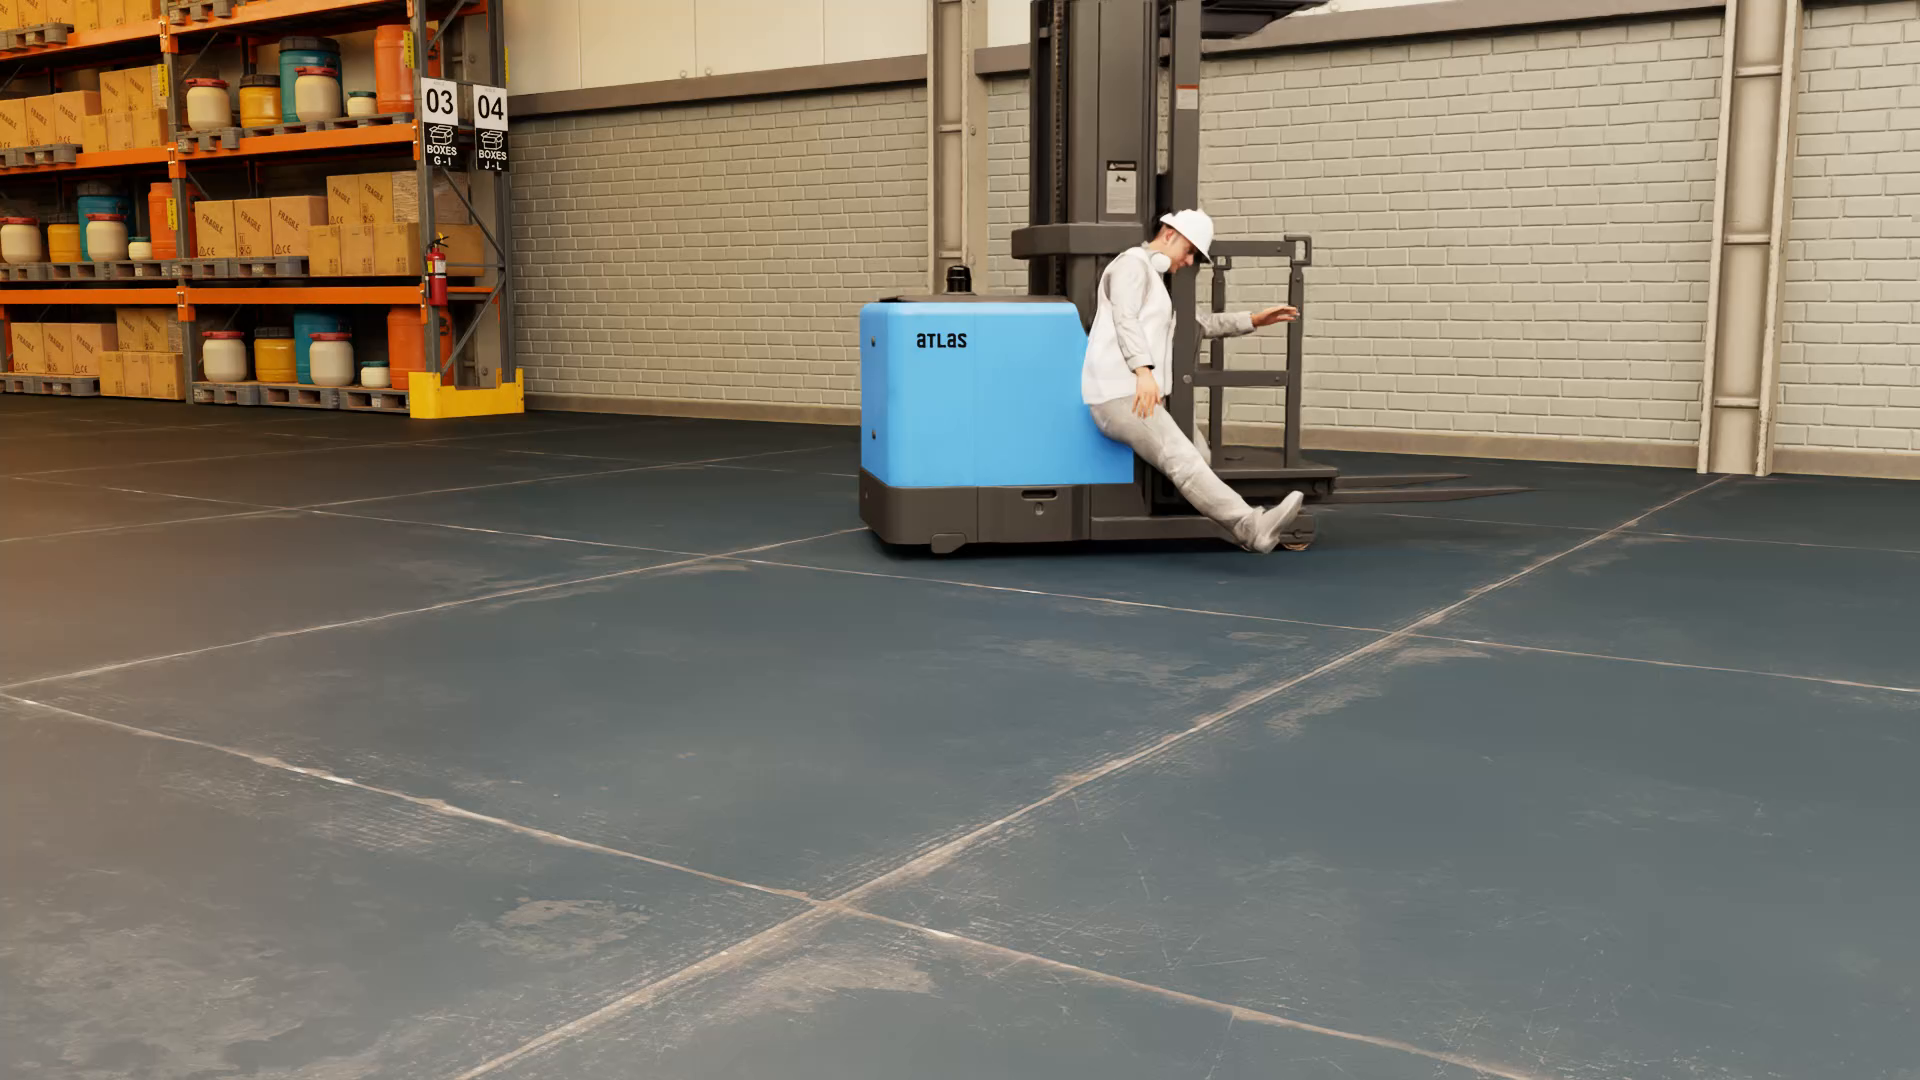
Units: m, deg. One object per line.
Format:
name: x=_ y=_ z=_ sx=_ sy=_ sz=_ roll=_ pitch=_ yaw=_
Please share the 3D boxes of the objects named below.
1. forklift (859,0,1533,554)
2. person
forklift: x=1.092 y=-1.469 z=7.526 sx=3.031 sy=2.935 sz=1.130 roll=-2 pitch=8 yaw=-11
person: x=1.037 y=-0.703 z=7.019 sx=1.077 sy=1.402 sz=0.977 roll=4 pitch=9 yaw=28
